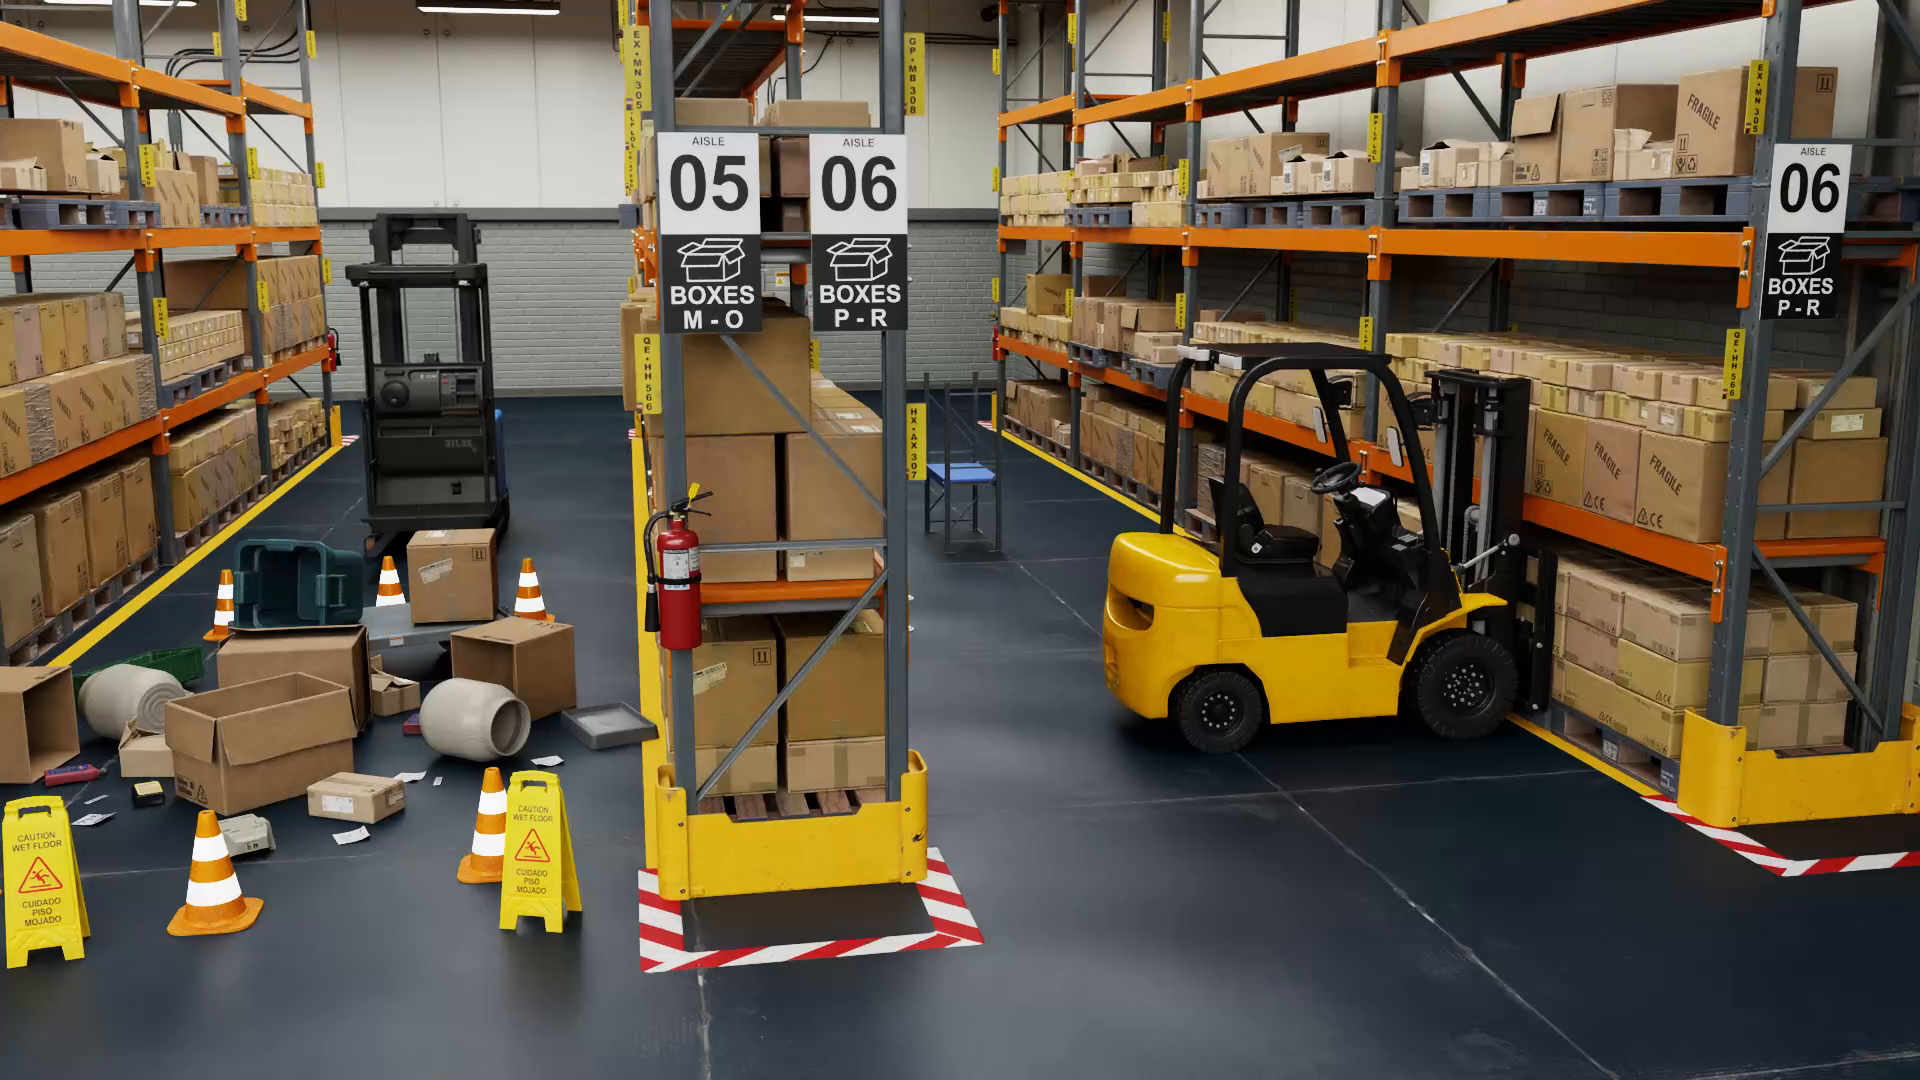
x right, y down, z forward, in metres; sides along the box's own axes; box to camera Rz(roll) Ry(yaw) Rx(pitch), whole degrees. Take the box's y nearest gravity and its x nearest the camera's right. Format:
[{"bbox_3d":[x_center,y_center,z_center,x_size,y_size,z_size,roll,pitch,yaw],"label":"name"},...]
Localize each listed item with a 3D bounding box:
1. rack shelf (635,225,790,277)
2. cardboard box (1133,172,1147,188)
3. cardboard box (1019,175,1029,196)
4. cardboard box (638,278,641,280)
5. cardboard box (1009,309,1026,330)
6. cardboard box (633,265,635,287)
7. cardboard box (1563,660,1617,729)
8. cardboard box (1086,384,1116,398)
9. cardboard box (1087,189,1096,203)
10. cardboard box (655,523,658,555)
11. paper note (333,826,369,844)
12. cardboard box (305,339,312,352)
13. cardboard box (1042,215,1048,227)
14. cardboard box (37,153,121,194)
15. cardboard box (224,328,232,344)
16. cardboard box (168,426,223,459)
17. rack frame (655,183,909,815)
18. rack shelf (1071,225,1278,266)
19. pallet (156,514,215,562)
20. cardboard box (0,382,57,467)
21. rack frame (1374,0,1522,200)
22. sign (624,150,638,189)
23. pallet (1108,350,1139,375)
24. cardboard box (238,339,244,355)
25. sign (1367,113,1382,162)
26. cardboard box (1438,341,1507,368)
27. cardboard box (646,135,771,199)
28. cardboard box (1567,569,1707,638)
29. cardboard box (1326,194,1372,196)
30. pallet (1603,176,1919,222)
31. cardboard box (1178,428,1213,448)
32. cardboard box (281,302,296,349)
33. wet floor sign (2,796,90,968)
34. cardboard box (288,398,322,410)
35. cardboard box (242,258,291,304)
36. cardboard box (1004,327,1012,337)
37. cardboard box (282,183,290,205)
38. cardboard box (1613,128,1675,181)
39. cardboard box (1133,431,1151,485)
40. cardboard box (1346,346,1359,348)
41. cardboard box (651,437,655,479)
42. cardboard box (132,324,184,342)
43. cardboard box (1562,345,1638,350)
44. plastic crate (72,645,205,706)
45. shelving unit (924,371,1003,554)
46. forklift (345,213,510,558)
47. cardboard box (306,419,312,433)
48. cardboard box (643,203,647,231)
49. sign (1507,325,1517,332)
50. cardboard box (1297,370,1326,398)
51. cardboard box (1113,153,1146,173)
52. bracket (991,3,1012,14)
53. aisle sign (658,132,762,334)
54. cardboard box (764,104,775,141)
[{"bbox_3d":[-1.892,-2.191,12.585,1.077,0.370,4.000,-2,11,-11],"label":"rack shelf"},{"bbox_3d":[1.977,-3.651,16.871,0.380,0.149,0.250,-2,11,-11],"label":"cardboard box"},{"bbox_3d":[1.063,-4.601,21.595,0.500,0.250,0.500,-2,11,-12],"label":"cardboard box"},{"bbox_3d":[-2.928,-2.341,16.532,0.500,0.500,0.500,-2,11,-12],"label":"cardboard box"},{"bbox_3d":[0.953,-2.973,22.398,0.500,0.250,0.500,-2,11,-10],"label":"cardboard box"},{"bbox_3d":[-4.023,-3.346,21.814,0.500,0.500,0.500,-2,11,-12],"label":"cardboard box"},{"bbox_3d":[3.654,0.827,9.060,0.500,0.250,0.500,-2,11,-11],"label":"cardboard box"},{"bbox_3d":[1.677,-1.722,19.253,0.380,0.149,0.250,-2,11,-12],"label":"cardboard box"},{"bbox_3d":[1.604,-3.747,18.121,0.380,0.149,0.250,-2,11,-10],"label":"cardboard box"},{"bbox_3d":[-1.586,-0.009,9.711,0.380,0.149,0.250,-2,11,-9],"label":"cardboard box"},{"bbox_3d":[-2.862,1.388,7.825,0.148,0.019,0.142,-6,13,-31],"label":"paper note"},{"bbox_3d":[-8.185,-2.395,20.427,0.380,0.149,0.250,-2,11,-9],"label":"cardboard box"},{"bbox_3d":[1.239,-3.993,20.804,0.380,0.149,0.250,-2,11,-10],"label":"cardboard box"},{"bbox_3d":[-6.619,-2.743,12.412,0.500,0.311,0.500,-2,11,-11],"label":"cardboard box"},{"bbox_3d":[-9.389,-1.763,11.865,5.499,1.391,9.091,-2,11,-9],"label":"cardboard box"},{"bbox_3d":[-7.196,-0.905,15.485,0.500,0.250,0.500,-2,11,-11],"label":"cardboard box"},{"bbox_3d":[-0.725,0.030,7.017,1.000,3.000,0.127,-2,11,-11],"label":"rack frame"},{"bbox_3d":[2.198,-3.105,17.391,1.077,0.370,4.000,-2,11,-11],"label":"rack shelf"},{"bbox_3d":[-7.268,-0.012,14.696,1.003,0.211,1.213,-2,11,-11],"label":"pallet"},{"bbox_3d":[-6.276,-0.753,10.863,0.500,0.500,0.500,-2,11,-11],"label":"cardboard box"},{"bbox_3d":[3.365,-3.832,11.262,1.000,3.000,0.127,-2,11,-11],"label":"rack frame"},{"bbox_3d":[-2.827,-3.185,14.291,0.100,0.325,0.005,-2,11,-11],"label":"sign"},{"bbox_3d":[2.204,-1.881,17.568,1.003,0.211,1.213,-2,11,-11],"label":"pallet"},{"bbox_3d":[-7.624,-1.990,17.176,0.380,0.149,0.250,-2,11,-12],"label":"cardboard box"},{"bbox_3d":[2.835,-2.745,11.352,0.100,0.325,0.005,-2,11,-11],"label":"sign"},{"bbox_3d":[3.283,-1.187,10.615,0.380,0.149,0.250,-2,11,-10],"label":"cardboard box"},{"bbox_3d":[-1.089,-1.600,7.164,0.500,0.250,0.500,-2,11,-12],"label":"cardboard box"},{"bbox_3d":[3.642,0.336,8.968,0.500,0.250,0.500,-2,11,-10],"label":"cardboard box"},{"bbox_3d":[3.076,-2.845,13.333,0.380,0.166,0.250,-2,11,-11],"label":"cardboard box"},{"bbox_3d":[4.031,-1.712,8.383,1.003,0.211,1.213,-2,11,-11],"label":"pallet"},{"bbox_3d":[2.242,-0.997,16.239,0.380,0.149,0.250,-3,11,-14],"label":"cardboard box"},{"bbox_3d":[-7.910,-2.452,18.993,0.500,0.500,0.500,-2,11,-12],"label":"cardboard box"},{"bbox_3d":[-3.613,1.318,6.544,0.267,0.644,0.232,-4,12,-21],"label":"wet floor sign"},{"bbox_3d":[-8.321,-1.716,21.101,0.380,0.149,0.250,-2,11,-10],"label":"cardboard box"},{"bbox_3d":[-7.927,-2.938,18.875,0.500,0.500,0.500,-2,11,-10],"label":"cardboard box"},{"bbox_3d":[0.826,-2.892,23.041,0.380,0.149,0.250,-2,11,-11],"label":"cardboard box"},{"bbox_3d":[-8.050,-3.995,19.208,0.500,0.250,0.500,-3,11,-13],"label":"cardboard box"},{"bbox_3d":[3.635,-2.002,8.637,0.396,0.266,0.258,-2,11,-11],"label":"cardboard box"},{"bbox_3d":[2.102,-0.855,17.226,0.500,0.500,0.500,-2,11,-9],"label":"cardboard box"},{"bbox_3d":[3.013,-1.354,12.285,0.380,0.149,0.250,-2,11,-12],"label":"cardboard box"},{"bbox_3d":[-1.486,-0.624,9.391,0.500,0.500,0.500,-2,11,-11],"label":"cardboard box"},{"bbox_3d":[-7.166,-1.849,14.844,0.380,0.149,0.250,-3,11,-13],"label":"cardboard box"},{"bbox_3d":[3.941,-1.115,10.235,0.380,0.149,0.250,-2,11,-12],"label":"cardboard box"},{"bbox_3d":[-5.020,0.832,10.168,0.450,0.188,0.662,-7,8,20],"label":"plastic crate"},{"bbox_3d":[0.017,-0.721,14.974,0.538,1.500,1.048,-2,11,-11],"label":"shelving unit"},{"bbox_3d":[-4.683,-1.377,14.591,1.130,2.935,3.031,-2,11,-10],"label":"forklift"},{"bbox_3d":[-8.074,-1.382,20.140,0.380,0.149,0.250,-2,11,-10],"label":"cardboard box"},{"bbox_3d":[-1.519,-1.748,9.008,0.380,0.149,0.250,-2,11,-12],"label":"cardboard box"},{"bbox_3d":[3.909,-1.369,11.842,0.100,0.325,0.005,-2,11,-11],"label":"sign"},{"bbox_3d":[2.911,-1.232,12.709,0.500,0.250,0.500,-2,11,-12],"label":"cardboard box"},{"bbox_3d":[1.936,-4.254,18.878,0.396,0.266,0.258,-2,11,-12],"label":"cardboard box"},{"bbox_3d":[0.418,-8.904,28.284,0.076,0.066,5.218,-2,11,-11],"label":"bracket"},{"bbox_3d":[-0.998,-1.225,6.658,0.394,0.787,0.004,-2,11,-11],"label":"aisle sign"},{"bbox_3d":[-0.659,-1.830,7.306,0.380,0.149,0.250,-2,11,-11],"label":"cardboard box"}]
